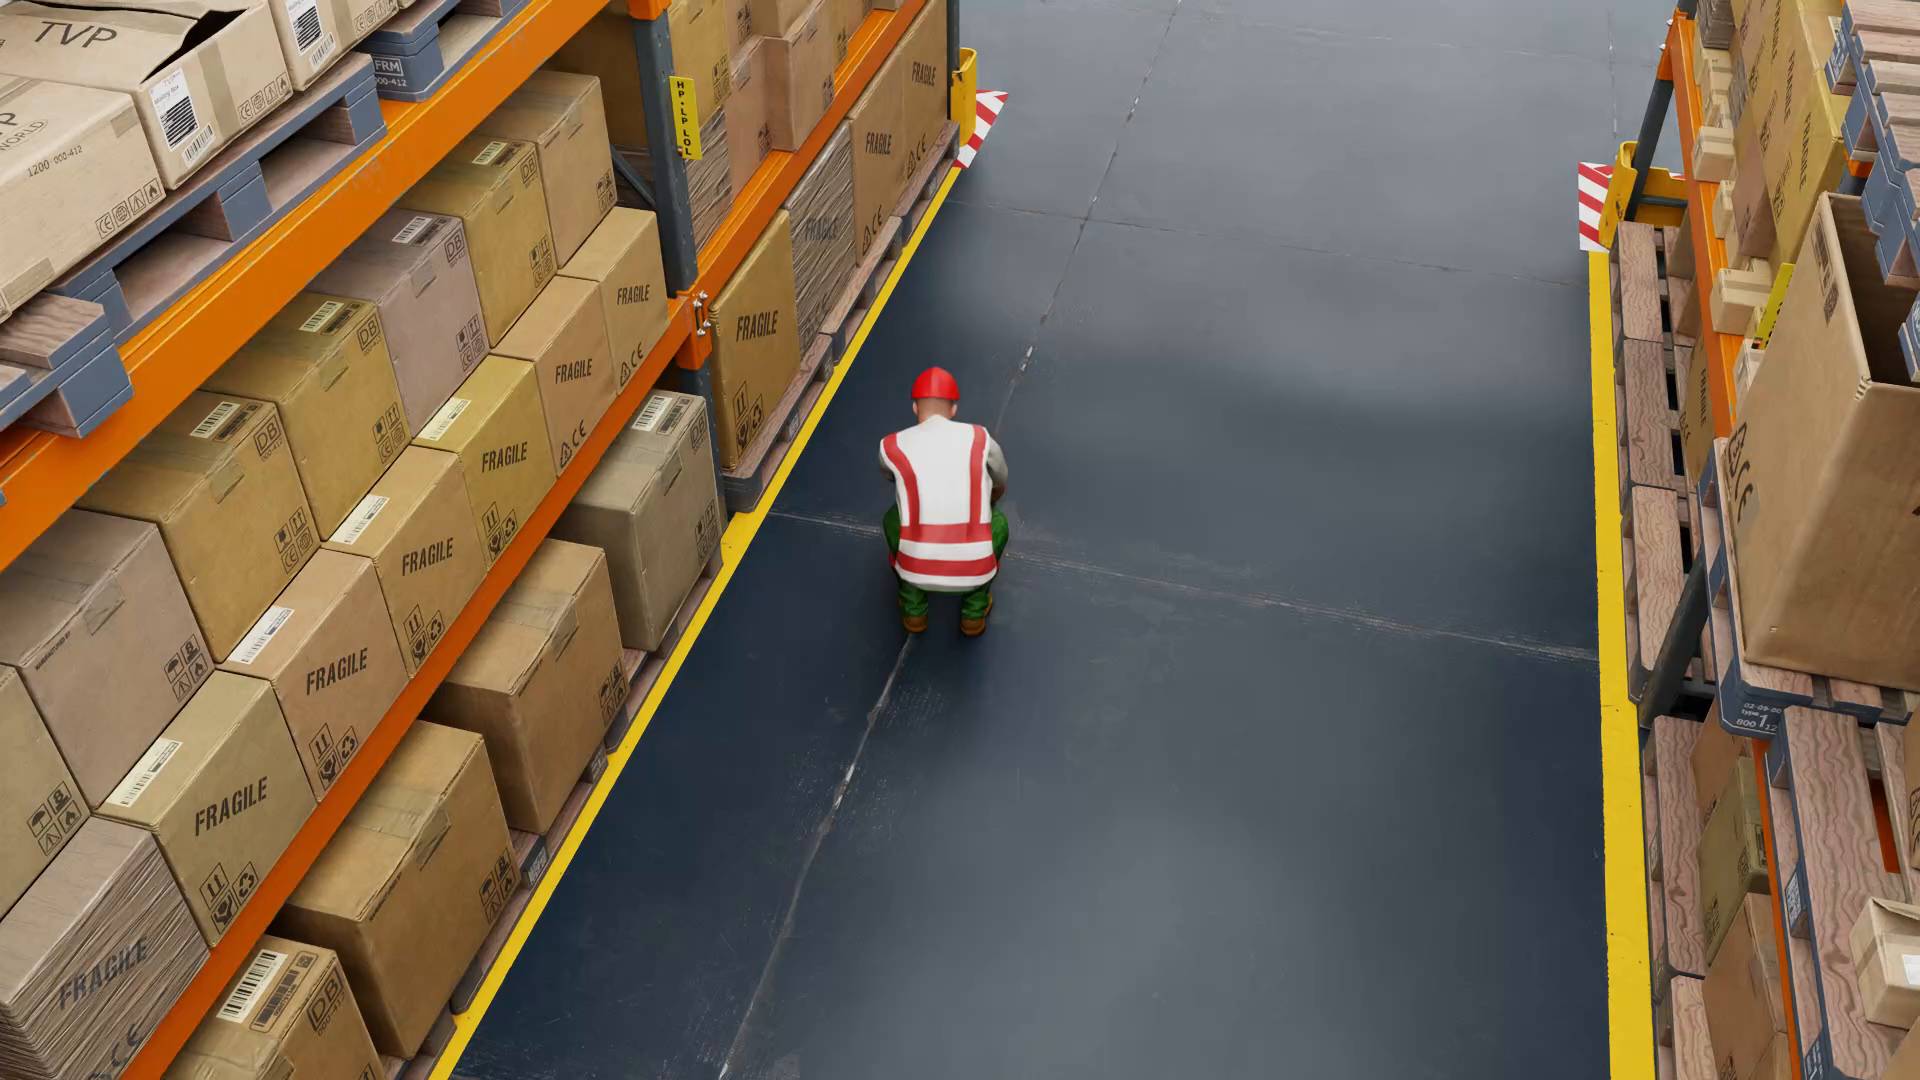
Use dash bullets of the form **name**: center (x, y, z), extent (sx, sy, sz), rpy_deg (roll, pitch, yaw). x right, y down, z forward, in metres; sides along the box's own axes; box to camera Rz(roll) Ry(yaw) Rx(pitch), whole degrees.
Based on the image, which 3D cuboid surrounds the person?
- **person**: center (-0.068, -0.165, 6.959), extent (0.551, 0.980, 0.923), rpy_deg (2, 41, 2)
